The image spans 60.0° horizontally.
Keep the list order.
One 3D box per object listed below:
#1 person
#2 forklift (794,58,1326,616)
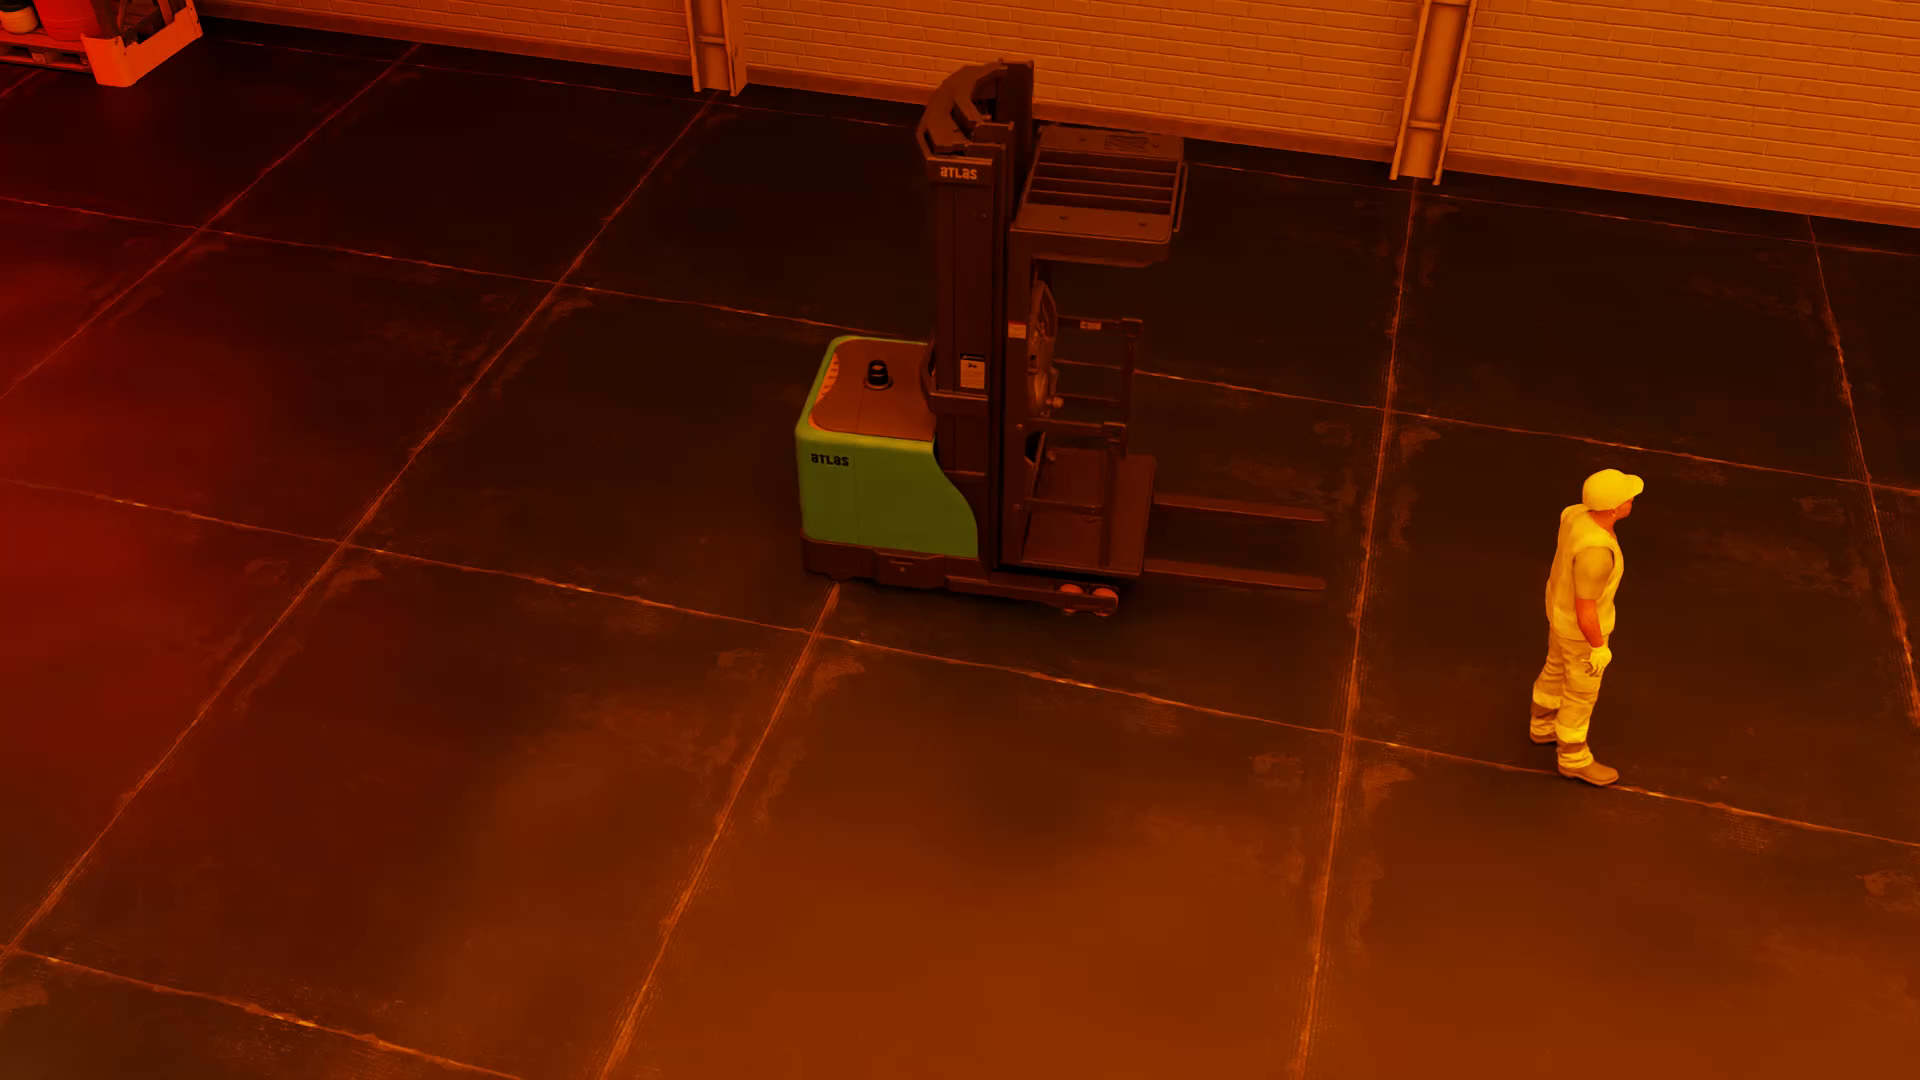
[{"bbox_3d":[3.163,0.398,8.265,0.560,1.788,0.637,4,41,4],"label":"person"},{"bbox_3d":[0.634,-1.042,9.051,3.031,2.935,1.130,6,42,7],"label":"forklift"}]
